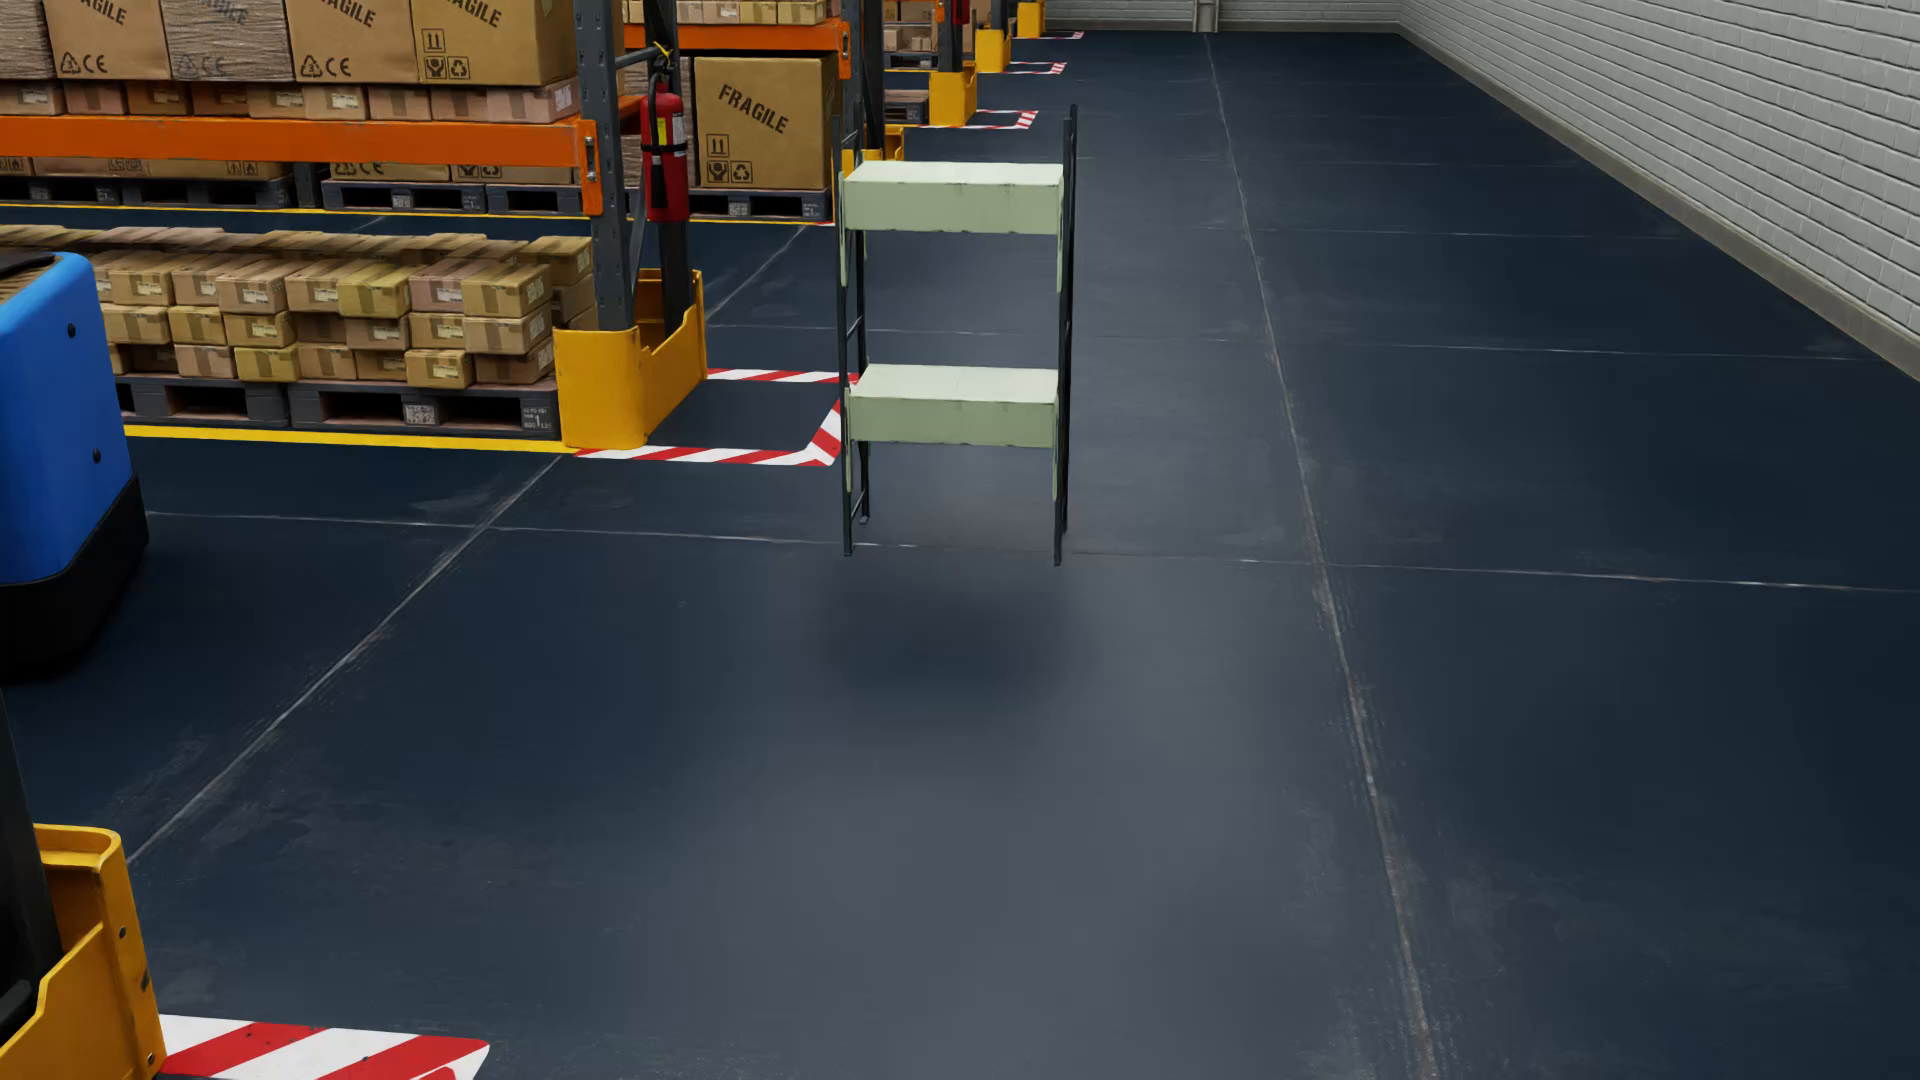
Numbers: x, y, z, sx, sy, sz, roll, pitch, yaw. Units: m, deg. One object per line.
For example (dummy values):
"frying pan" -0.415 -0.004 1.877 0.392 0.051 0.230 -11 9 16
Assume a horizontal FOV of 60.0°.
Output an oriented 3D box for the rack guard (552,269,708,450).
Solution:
"rack guard" -1.431 -0.822 7.339 0.348 0.500 1.175 2 22 6

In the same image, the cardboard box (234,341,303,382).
"cardboard box" -2.930 -0.808 7.211 0.250 0.149 0.380 2 22 4

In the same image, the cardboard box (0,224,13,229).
"cardboard box" -4.686 -1.384 7.857 0.250 0.149 0.380 3 22 7

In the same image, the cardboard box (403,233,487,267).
"cardboard box" -2.359 -1.300 7.645 0.250 0.149 0.380 2 22 6

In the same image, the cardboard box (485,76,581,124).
"cardboard box" -1.713 -1.775 6.692 0.250 0.149 0.380 3 22 6

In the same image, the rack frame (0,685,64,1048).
"rack frame" -1.838 -0.170 2.289 0.127 3.000 1.000 2 22 6

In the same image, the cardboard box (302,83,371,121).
"cardboard box" -2.462 -1.808 6.774 0.250 0.149 0.380 3 22 8

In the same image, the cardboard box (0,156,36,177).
"cardboard box" -7.049 -3.262 12.430 0.875 0.875 1.225 3 22 6

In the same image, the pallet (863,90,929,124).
"pallet" -0.903 -4.349 16.654 1.213 0.211 1.003 2 22 6

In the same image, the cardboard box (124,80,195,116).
"cardboard box" -3.247 -1.869 6.928 0.250 0.149 0.380 3 22 7

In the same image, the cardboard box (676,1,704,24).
"cardboard box" -1.821 -3.599 11.306 0.250 0.149 0.380 3 22 7

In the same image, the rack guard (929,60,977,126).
"rack guard" -0.064 -4.437 16.484 0.348 0.500 1.175 2 22 6

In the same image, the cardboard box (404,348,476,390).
"cardboard box" -2.171 -0.772 7.118 0.250 0.149 0.380 3 22 8

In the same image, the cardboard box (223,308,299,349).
"cardboard box" -2.946 -0.947 7.158 0.250 0.149 0.380 3 22 7

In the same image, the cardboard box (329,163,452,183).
"cardboard box" -3.998 -3.110 12.046 0.875 0.875 0.875 2 22 6

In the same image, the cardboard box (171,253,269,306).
"cardboard box" -3.198 -1.132 7.221 0.250 0.149 0.380 2 22 4

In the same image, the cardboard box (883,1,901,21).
"cardboard box" -1.157 -8.303 25.691 0.500 0.500 0.700 3 22 8

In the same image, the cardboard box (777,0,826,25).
"cardboard box" -1.064 -3.566 11.222 0.250 0.149 0.380 3 22 7

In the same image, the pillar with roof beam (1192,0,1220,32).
"pillar with roof beam" 3.353 -10.630 20.589 0.400 9.000 9.100 2 22 6

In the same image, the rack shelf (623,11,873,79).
"rack shelf" -2.658 -3.540 11.792 4.000 0.370 1.077 2 22 6

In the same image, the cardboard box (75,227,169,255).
"cardboard box" -3.909 -1.358 7.791 0.250 0.149 0.380 1 22 4

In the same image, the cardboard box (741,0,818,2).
"cardboard box" -1.184 -3.780 11.222 0.500 0.250 0.500 2 22 5

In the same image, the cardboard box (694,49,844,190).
"cardboard box" -1.317 -2.993 11.750 0.875 0.875 0.875 2 22 6

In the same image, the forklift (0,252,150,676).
"forklift" -4.185 -1.022 4.538 3.031 2.935 1.130 -5 22 -12

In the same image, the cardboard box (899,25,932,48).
"cardboard box" -0.505 -6.479 21.390 0.500 0.250 0.500 2 22 6

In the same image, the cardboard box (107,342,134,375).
"cardboard box" -3.711 -0.849 7.315 0.250 0.149 0.380 2 22 5

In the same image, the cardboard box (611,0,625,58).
"cardboard box" -1.769 -2.286 7.103 0.500 0.500 0.500 4 22 9

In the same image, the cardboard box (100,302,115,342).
"cardboard box" -3.717 -0.987 7.258 0.250 0.149 0.380 2 22 6

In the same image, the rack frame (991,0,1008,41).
"rack frame" 0.498 -7.404 20.589 0.127 3.000 1.000 2 22 6

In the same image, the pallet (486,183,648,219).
"pallet" -2.683 -2.551 12.105 1.213 0.211 1.003 2 22 6

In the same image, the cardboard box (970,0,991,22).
"cardboard box" 0.370 -8.240 25.531 0.500 0.500 0.700 2 22 6

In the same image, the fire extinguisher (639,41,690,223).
"fire extinguisher" -1.160 -1.592 6.500 0.183 0.674 0.296 2 22 6

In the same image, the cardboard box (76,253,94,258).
"cardboard box" -3.982 -1.140 7.240 0.250 0.149 0.380 3 22 7

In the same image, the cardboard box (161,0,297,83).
"cardboard box" -2.848 -2.134 6.718 0.500 0.500 0.500 3 22 6

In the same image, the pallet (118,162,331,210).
"pallet" -5.419 -2.670 12.406 1.213 0.211 1.003 2 22 6

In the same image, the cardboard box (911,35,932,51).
"cardboard box" -0.463 -6.275 20.988 0.250 0.166 0.380 2 22 6

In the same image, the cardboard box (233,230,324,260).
"cardboard box" -3.146 -1.324 7.706 0.250 0.149 0.380 3 22 7

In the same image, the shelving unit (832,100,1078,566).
"shelving unit" -0.007 -0.698 5.665 0.755 1.500 0.431 2 22 6

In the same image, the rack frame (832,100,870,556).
"rack frame" -0.370 -0.714 5.705 0.023 1.500 0.400 2 22 6

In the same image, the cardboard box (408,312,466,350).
"cardboard box" -2.167 -0.939 7.136 0.250 0.149 0.380 2 22 5

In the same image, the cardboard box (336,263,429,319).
"cardboard box" -2.426 -1.054 7.024 0.250 0.149 0.380 2 22 5
